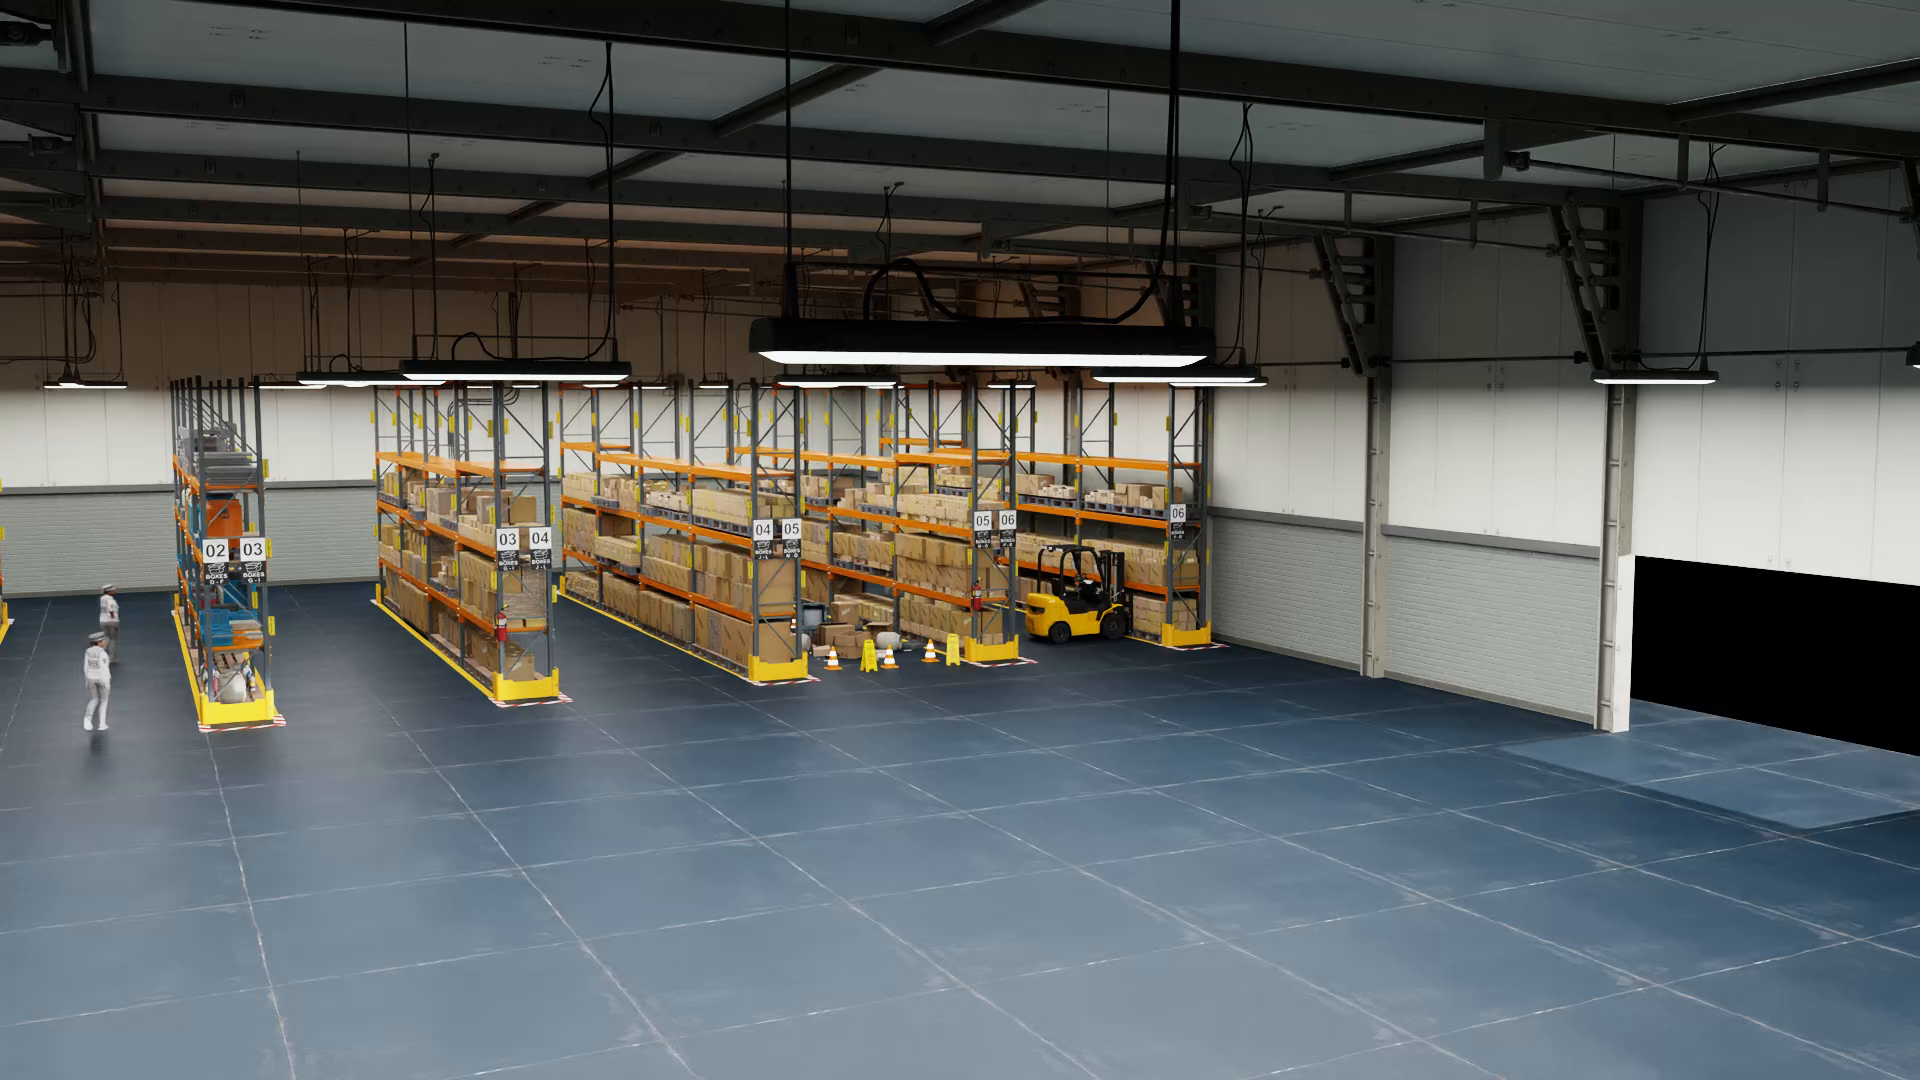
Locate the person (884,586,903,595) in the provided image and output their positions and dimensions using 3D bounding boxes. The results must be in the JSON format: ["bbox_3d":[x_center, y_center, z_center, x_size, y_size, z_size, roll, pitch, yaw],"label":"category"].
[{"bbox_3d":[-1.886,0.690,46.790,0.595,1.742,0.473,2,5,22],"label":"person"}]

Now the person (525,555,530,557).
[{"bbox_3d":[-12.370,0.632,47.213,0.744,1.723,1.101,-1,5,-13],"label":"person"}]

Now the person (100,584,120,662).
[{"bbox_3d":[-17.958,1.755,35.075,0.450,1.675,0.486,1,5,9],"label":"person"}]

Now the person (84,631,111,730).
[{"bbox_3d":[-14.553,2.385,27.995,0.464,1.674,0.529,0,5,0],"label":"person"}]
